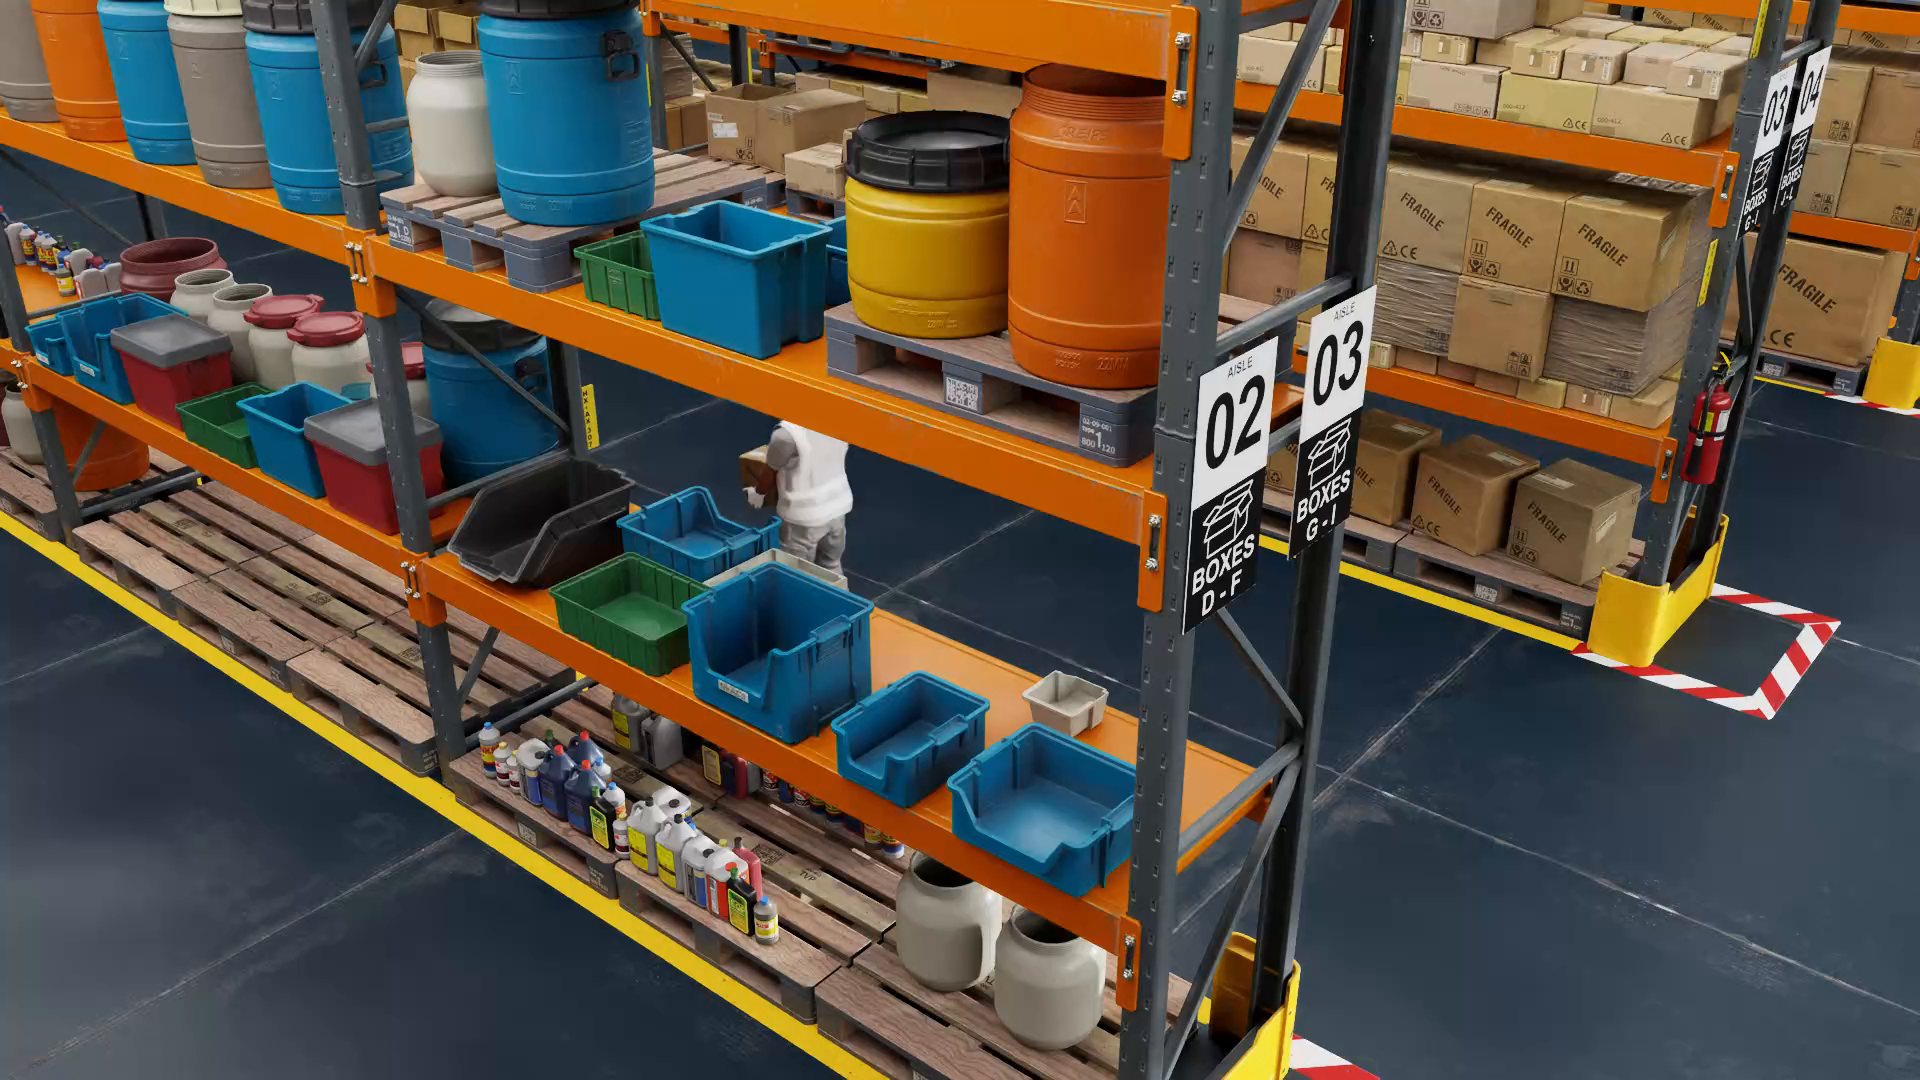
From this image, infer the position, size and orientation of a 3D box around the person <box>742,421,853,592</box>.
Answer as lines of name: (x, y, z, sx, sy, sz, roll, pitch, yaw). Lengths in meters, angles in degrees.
person: (-0.878, -0.177, 8.941, 0.576, 1.782, 0.489, 21, 34, 35)
